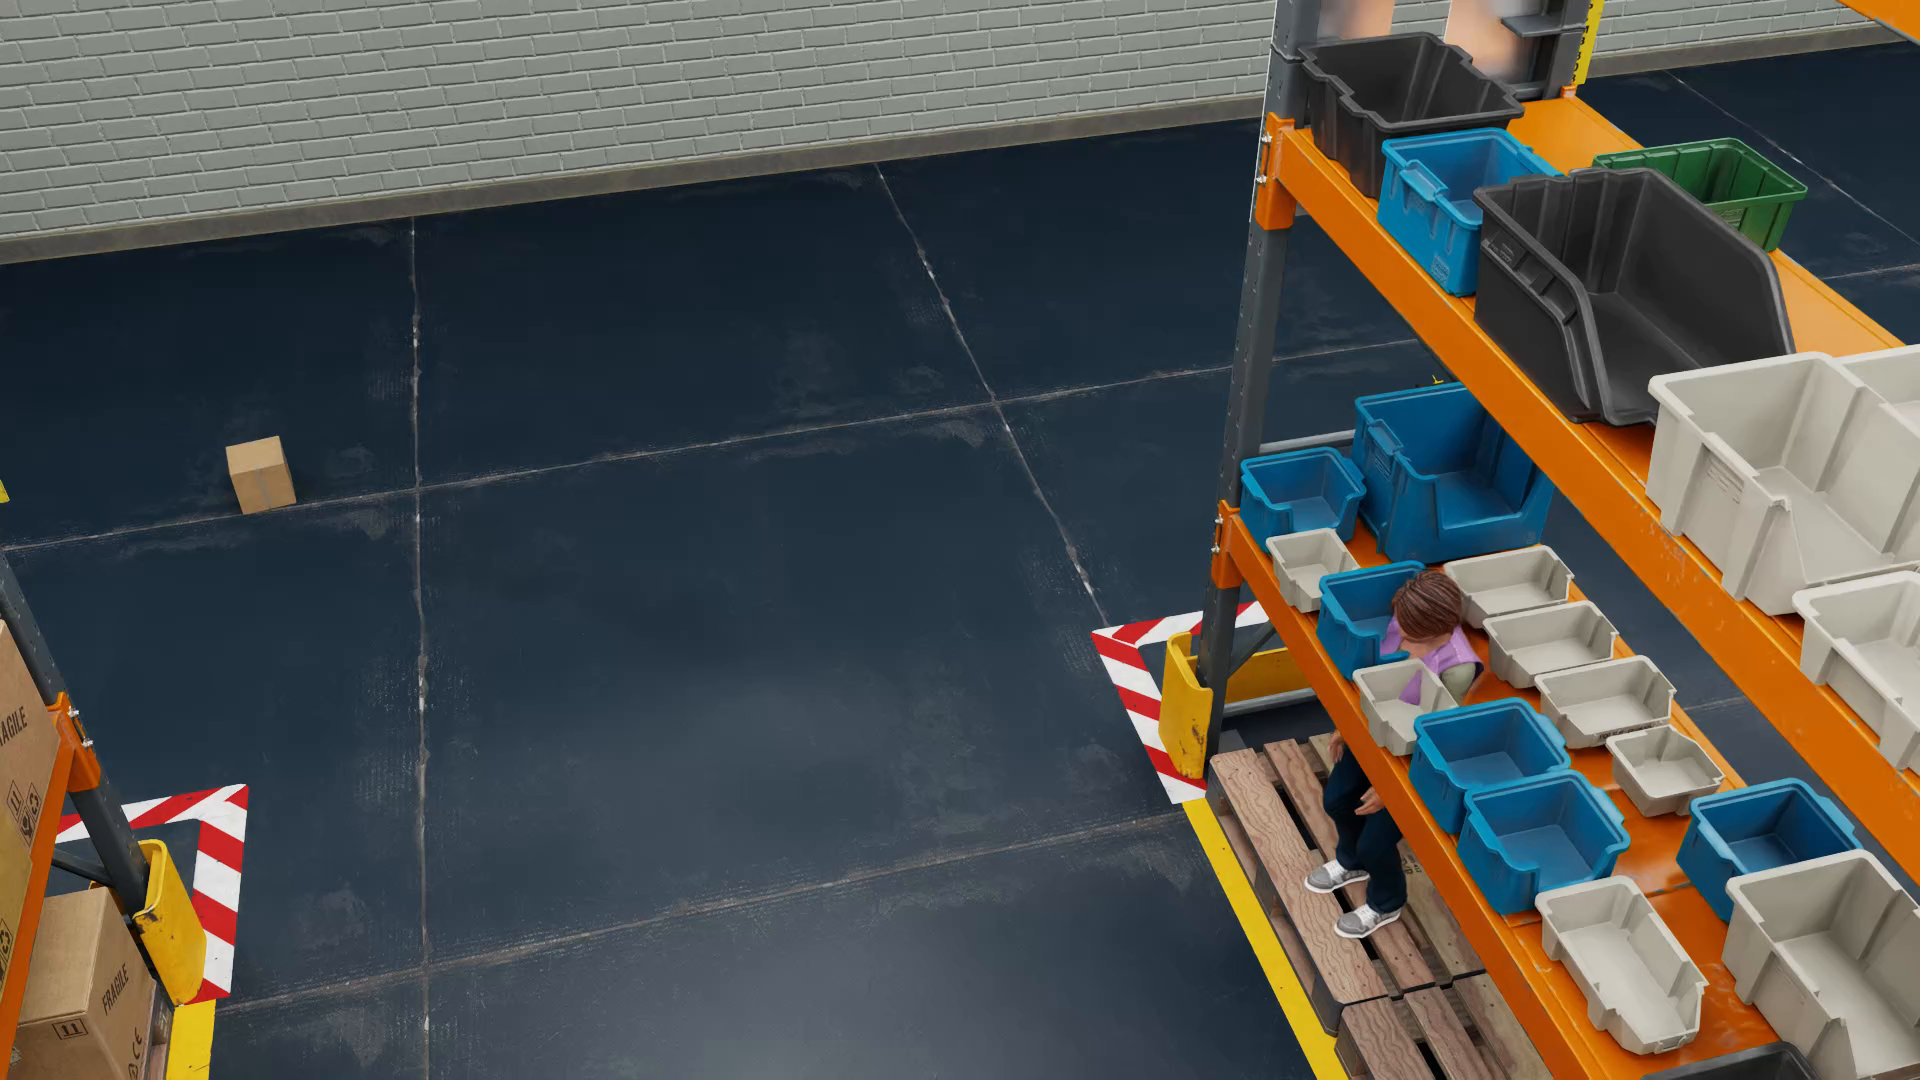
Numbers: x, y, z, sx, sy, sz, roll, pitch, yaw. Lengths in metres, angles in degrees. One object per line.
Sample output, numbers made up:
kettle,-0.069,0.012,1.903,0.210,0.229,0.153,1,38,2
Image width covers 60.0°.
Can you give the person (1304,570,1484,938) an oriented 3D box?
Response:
person,1.432,0.735,5.534,0.421,1.527,0.430,-12,40,-15
